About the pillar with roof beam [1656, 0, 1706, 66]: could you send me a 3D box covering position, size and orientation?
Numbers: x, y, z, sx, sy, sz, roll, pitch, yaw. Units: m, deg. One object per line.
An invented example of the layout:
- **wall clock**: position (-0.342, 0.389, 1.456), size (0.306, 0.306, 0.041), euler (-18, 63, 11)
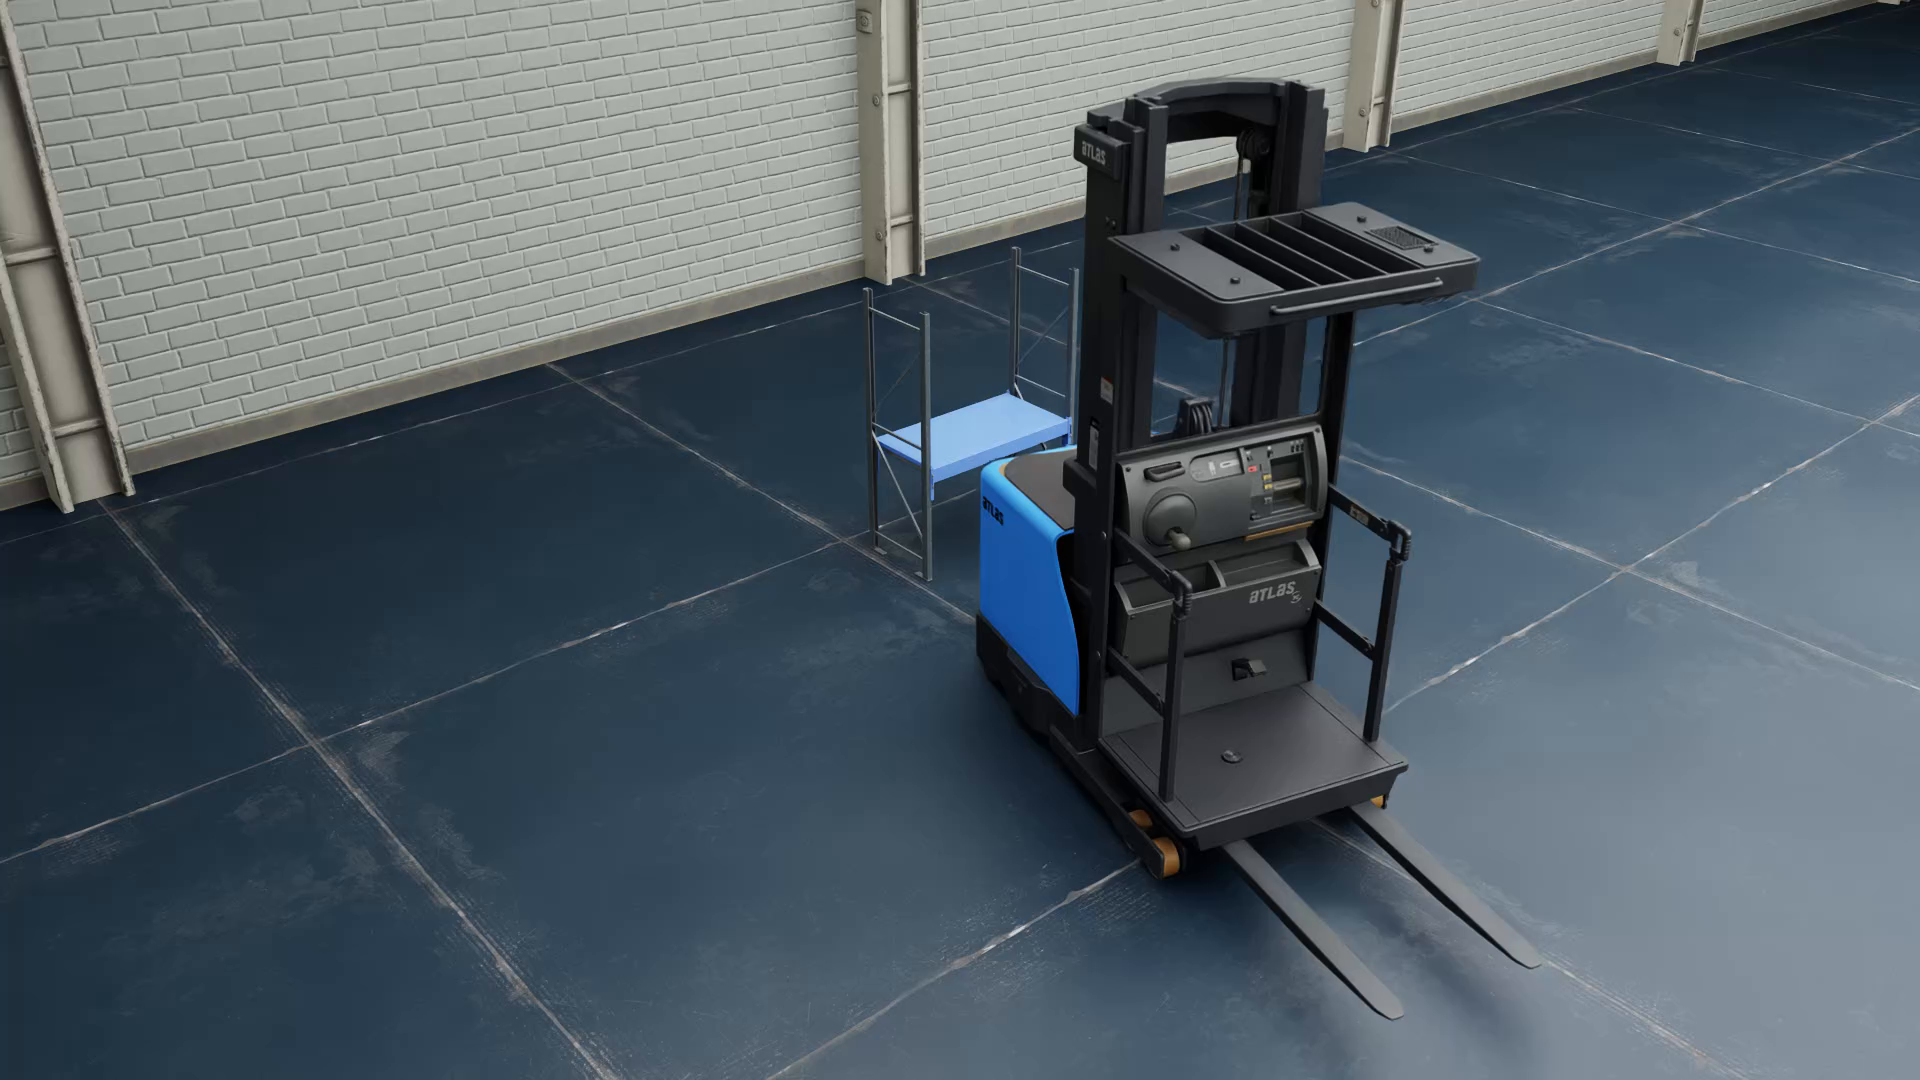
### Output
- **pillar with roof beam**: position (11.402, -8.198, 15.043), size (0.400, 9.000, 9.100), euler (-22, 35, -35)

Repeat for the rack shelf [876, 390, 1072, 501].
- **rack shelf**: position (0.065, -0.529, 9.030), size (1.000, 0.185, 0.538), euler (-22, 35, -35)

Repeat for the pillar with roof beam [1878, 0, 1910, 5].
- **pillar with roof beam**: position (15.966, -10.034, 18.478), size (0.400, 9.000, 9.100), euler (-22, 35, -35)

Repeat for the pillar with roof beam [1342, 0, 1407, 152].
- **pillar with roof beam**: position (6.837, -6.363, 11.609), size (0.400, 9.000, 9.100), euler (-22, 35, -35)

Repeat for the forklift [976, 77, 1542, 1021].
- **forklift**: position (1.151, -0.165, 6.448), size (1.130, 2.935, 3.031), euler (-12, 30, -22)

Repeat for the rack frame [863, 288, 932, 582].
- **rack frame**: position (-0.322, -0.532, 8.654), size (0.032, 1.500, 0.500), euler (-22, 35, -35)

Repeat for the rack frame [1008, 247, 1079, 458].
- **rack frame**: position (0.452, -0.843, 9.236), size (0.032, 1.500, 0.500), euler (-22, 35, -35)

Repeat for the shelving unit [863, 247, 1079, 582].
- **shelving unit**: position (0.065, -0.688, 8.945), size (1.048, 1.500, 0.538), euler (-22, 35, -35)

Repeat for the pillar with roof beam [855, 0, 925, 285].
- **pillar with roof beam**: position (2.273, -4.527, 8.174), size (0.400, 9.000, 9.100), euler (-22, 35, -35)

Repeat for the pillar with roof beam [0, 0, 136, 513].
- **pillar with roof beam**: position (-2.292, -2.692, 4.739), size (0.400, 9.000, 9.100), euler (-22, 35, -35)
